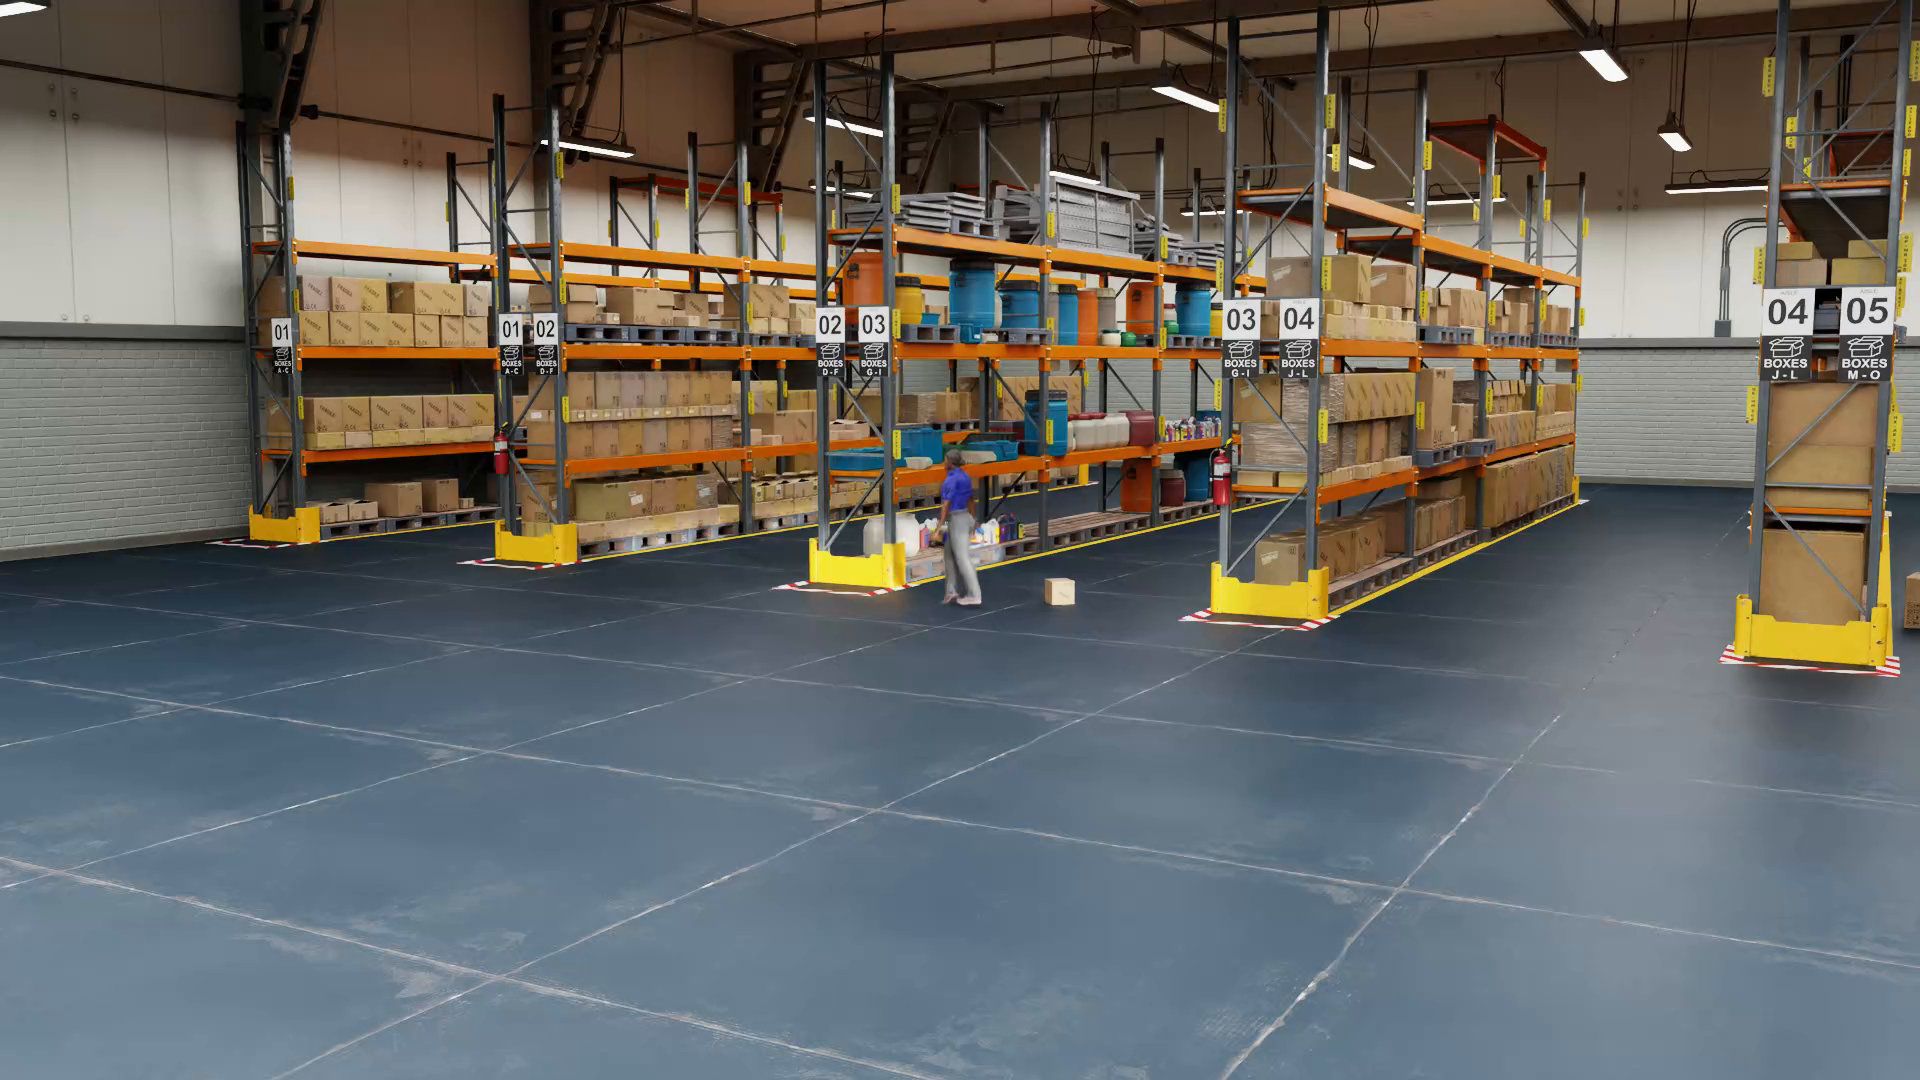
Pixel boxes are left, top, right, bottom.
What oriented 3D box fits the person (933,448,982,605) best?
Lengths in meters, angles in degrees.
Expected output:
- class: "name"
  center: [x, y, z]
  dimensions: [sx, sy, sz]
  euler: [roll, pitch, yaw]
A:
- class: "person"
  center: [-0.031, -0.104, 17.540]
  dimensions: [0.568, 1.723, 0.469]
  euler: [2, 7, 22]
